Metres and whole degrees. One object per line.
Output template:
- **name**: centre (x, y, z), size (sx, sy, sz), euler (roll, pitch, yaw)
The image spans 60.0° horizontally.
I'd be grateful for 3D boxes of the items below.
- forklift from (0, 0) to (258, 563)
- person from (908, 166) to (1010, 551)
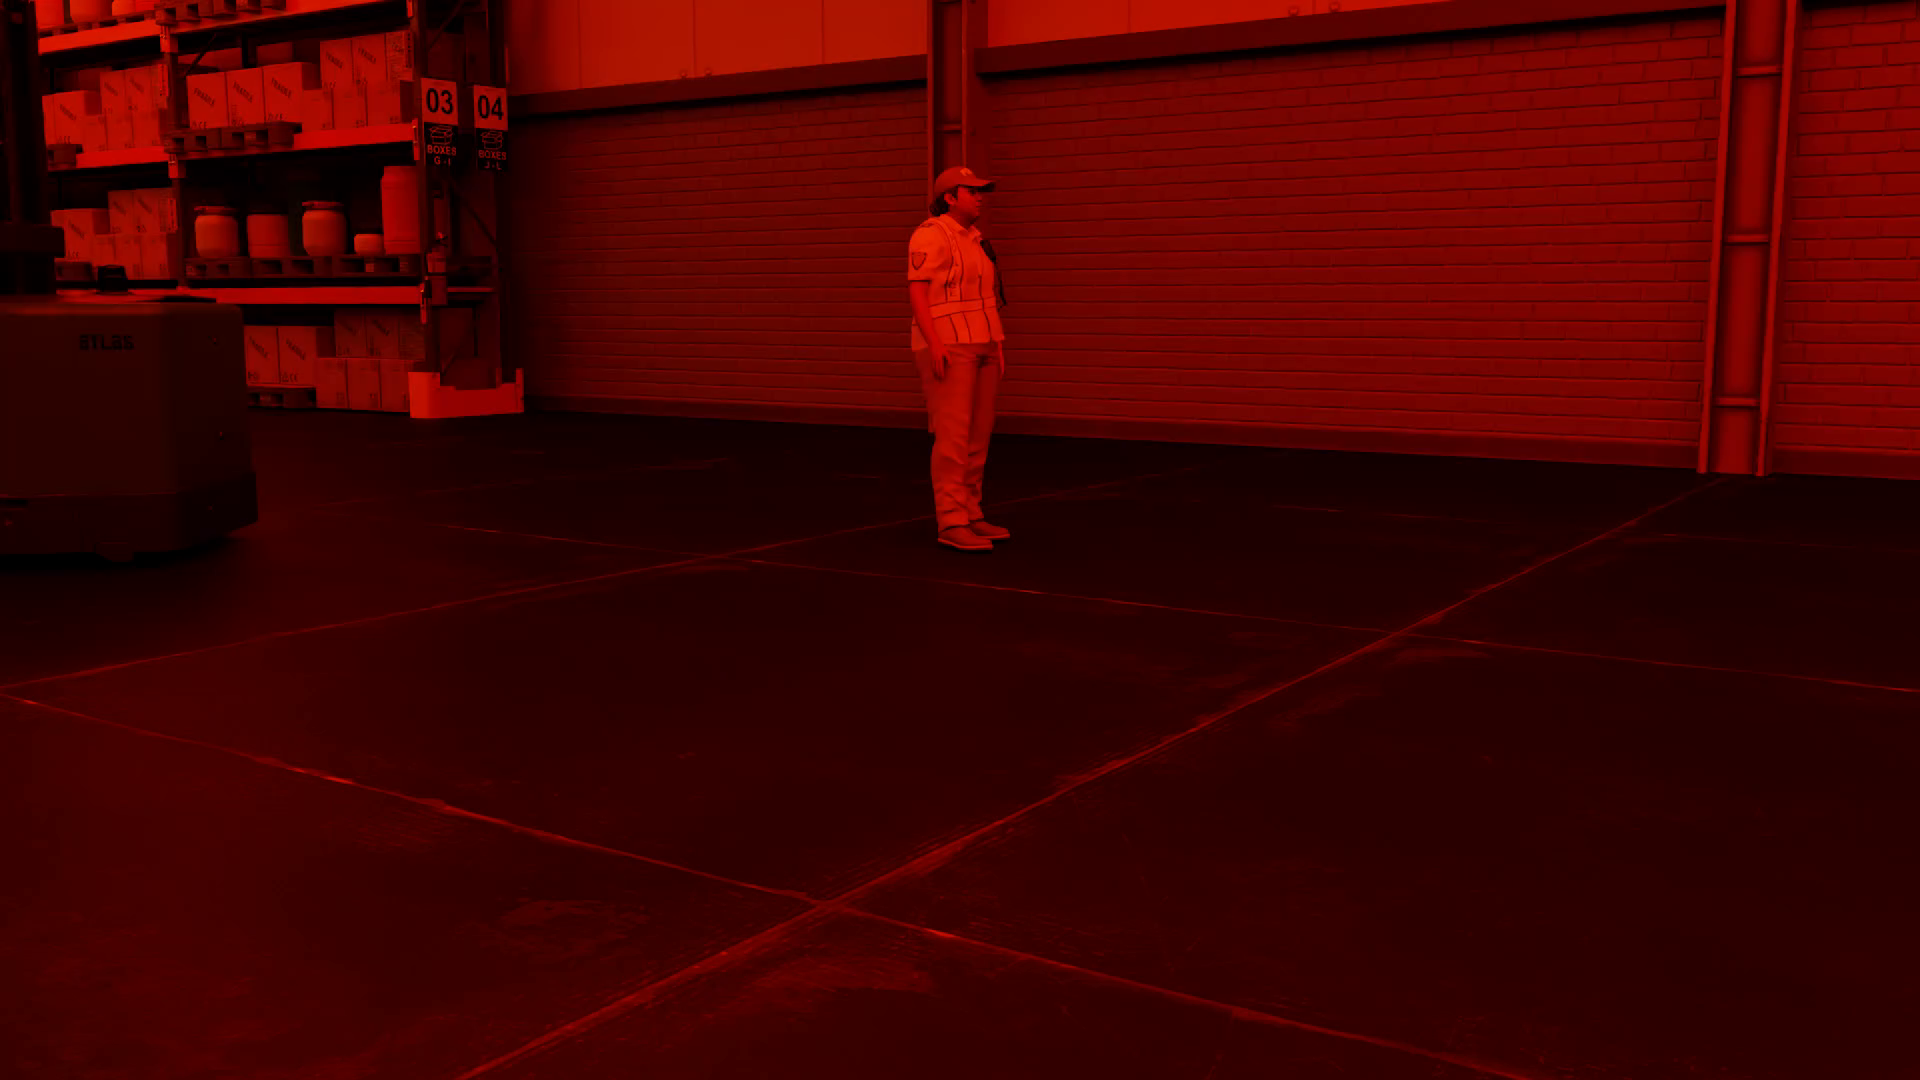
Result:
- **forklift**: centre (-4.727, -1.389, 6.962), size (3.031, 2.935, 1.130), euler (-1, 8, -5)
- **person**: centre (0.051, -0.823, 7.424), size (0.529, 1.670, 0.598), euler (5, 10, 34)
